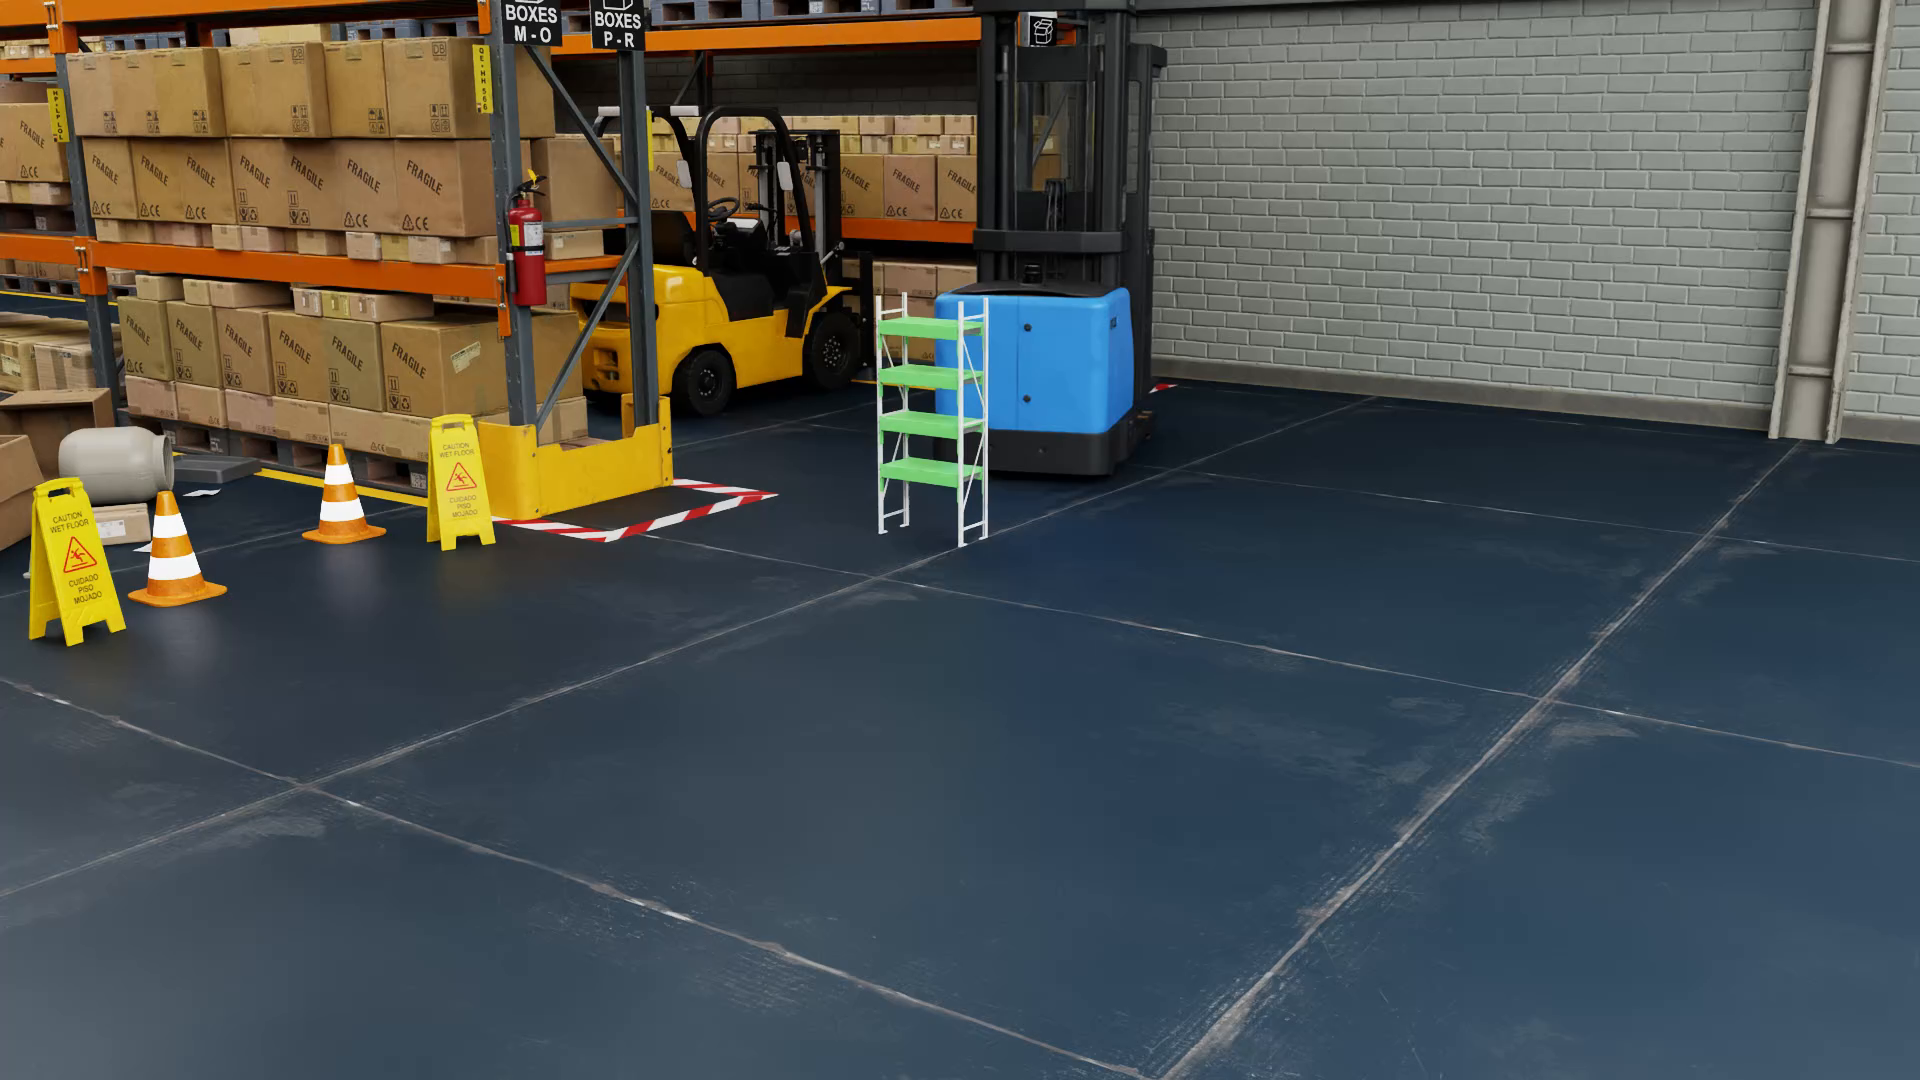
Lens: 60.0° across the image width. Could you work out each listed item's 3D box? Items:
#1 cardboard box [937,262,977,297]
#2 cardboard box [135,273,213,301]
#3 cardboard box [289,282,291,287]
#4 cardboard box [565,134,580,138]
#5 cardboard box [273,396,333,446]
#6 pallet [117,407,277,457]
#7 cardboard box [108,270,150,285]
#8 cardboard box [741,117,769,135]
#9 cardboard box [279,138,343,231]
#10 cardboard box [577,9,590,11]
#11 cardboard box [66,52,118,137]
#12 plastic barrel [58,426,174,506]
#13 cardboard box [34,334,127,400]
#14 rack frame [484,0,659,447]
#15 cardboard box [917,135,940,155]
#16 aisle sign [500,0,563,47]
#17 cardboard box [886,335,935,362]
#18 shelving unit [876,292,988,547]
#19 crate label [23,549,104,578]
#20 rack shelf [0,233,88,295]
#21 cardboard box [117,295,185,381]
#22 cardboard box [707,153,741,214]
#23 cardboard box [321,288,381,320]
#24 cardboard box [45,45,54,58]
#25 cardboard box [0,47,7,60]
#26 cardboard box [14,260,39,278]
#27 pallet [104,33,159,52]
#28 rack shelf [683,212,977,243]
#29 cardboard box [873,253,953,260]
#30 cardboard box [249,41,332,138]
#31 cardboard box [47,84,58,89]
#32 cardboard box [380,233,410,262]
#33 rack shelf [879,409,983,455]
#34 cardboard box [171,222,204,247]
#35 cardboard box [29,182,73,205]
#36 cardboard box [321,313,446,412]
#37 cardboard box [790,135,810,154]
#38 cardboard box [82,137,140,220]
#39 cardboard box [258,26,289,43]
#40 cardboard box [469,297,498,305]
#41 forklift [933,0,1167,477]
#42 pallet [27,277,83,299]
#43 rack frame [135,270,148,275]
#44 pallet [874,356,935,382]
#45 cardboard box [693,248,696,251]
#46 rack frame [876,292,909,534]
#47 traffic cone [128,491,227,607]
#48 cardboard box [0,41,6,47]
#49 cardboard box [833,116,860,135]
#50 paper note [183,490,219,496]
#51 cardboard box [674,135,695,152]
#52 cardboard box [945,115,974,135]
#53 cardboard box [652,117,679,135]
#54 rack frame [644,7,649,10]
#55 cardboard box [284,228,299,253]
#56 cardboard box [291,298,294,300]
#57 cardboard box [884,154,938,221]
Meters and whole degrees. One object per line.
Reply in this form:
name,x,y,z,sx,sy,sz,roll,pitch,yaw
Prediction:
cardboard box,0.168,-2.026,13.032,0.500,0.250,0.500,10,17,35
cardboard box,-4.952,-1.604,10.500,0.250,0.149,0.380,9,17,34
cardboard box,-7.230,-2.888,18.075,0.500,0.500,0.500,10,17,35
cardboard box,-3.400,-3.648,15.257,0.250,0.149,0.380,9,17,33
cardboard box,-3.726,-0.746,9.941,0.500,0.250,0.500,8,16,31
pallet,-4.785,-0.781,11.041,1.213,0.211,1.003,9,17,33
cardboard box,-9.859,-3.117,19.732,0.250,0.149,0.380,9,16,31
cardboard box,-1.625,-3.480,13.963,0.250,0.149,0.380,9,16,32
cardboard box,-3.473,-2.028,9.447,0.500,0.500,0.500,9,17,33
cardboard box,-3.464,-4.957,15.306,0.250,0.149,0.380,9,17,33
cardboard box,-5.117,-2.794,10.460,0.500,0.500,0.700,9,17,32
plastic barrel,-4.601,-0.406,9.083,0.512,0.421,0.421,-4,14,-16
cardboard box,-5.798,-1.216,11.588,0.625,0.372,0.950,9,17,34
rack frame,-2.043,-1.682,8.874,0.127,3.000,1.000,9,17,33
cardboard box,-0.129,-3.101,13.051,0.250,0.149,0.380,10,17,34
aisle sign,-2.153,-2.877,8.294,0.004,0.787,0.394,9,17,33
cardboard box,-0.249,-1.610,13.431,0.500,0.250,0.500,9,17,33
shelving unit,-0.137,-0.605,8.269,0.503,1.200,0.258,9,17,33
crate label,-4.144,0.081,7.710,0.298,0.136,0.250,1,14,4
rack shelf,-7.021,-2.137,12.211,4.000,0.370,1.077,9,17,33
cardboard box,-5.023,-1.318,10.694,0.500,0.500,0.500,10,17,35
cardboard box,-1.930,-3.079,14.309,0.500,0.500,0.500,10,17,34
cardboard box,-3.402,-1.355,9.493,0.250,0.149,0.380,10,17,34
cardboard box,-10.522,-5.751,19.594,0.250,0.149,0.380,10,17,35
cardboard box,-11.371,-5.886,20.140,0.250,0.149,0.380,9,16,32
cardboard box,-11.409,-3.585,20.890,0.500,0.500,0.700,10,17,35
pallet,-8.731,-5.544,18.627,1.003,0.211,1.213,9,17,33
rack shelf,-0.935,-2.591,14.044,4.000,0.370,1.077,9,17,33
cardboard box,-0.394,-2.264,13.994,0.500,0.250,0.500,9,17,32
cardboard box,-3.485,-2.502,9.281,0.500,0.500,0.700,9,16,32
cardboard box,-6.513,-3.188,11.910,0.250,0.149,0.380,10,17,36
cardboard box,-2.945,-1.618,9.138,0.250,0.149,0.380,9,16,32
rack shelf,-0.137,-0.543,8.284,0.480,0.148,0.258,9,17,33
cardboard box,-4.617,-1.897,10.266,0.250,0.149,0.380,10,17,35
cardboard box,-5.943,-2.314,11.077,0.250,0.149,0.380,9,17,34
cardboard box,-3.288,-1.040,9.568,0.500,0.500,0.500,10,17,35
cardboard box,-1.205,-3.265,13.713,0.250,0.149,0.380,9,16,32
cardboard box,-5.152,-2.296,10.530,0.500,0.500,0.500,9,17,33
cardboard box,-6.892,-5.216,17.220,0.500,0.250,0.500,9,17,33
cardboard box,-4.298,-2.533,16.382,0.625,0.625,0.875,8,16,31
forklift,0.706,-2.100,10.707,1.130,2.935,3.031,4,14,14
pallet,-10.818,-3.183,20.743,1.213,0.211,1.003,9,17,33
rack frame,-9.233,-4.281,19.375,0.127,3.000,1.000,9,17,33
pallet,0.067,-1.413,13.590,1.213,0.211,1.003,9,17,33
cardboard box,-2.368,-2.435,14.686,0.500,0.250,0.500,9,16,32
rack frame,-0.340,-0.637,8.401,0.015,1.200,0.240,9,17,33
traffic cone,-3.457,0.016,7.294,0.334,0.463,0.336,9,17,33
cardboard box,-11.485,-6.096,20.157,0.500,0.250,0.500,9,16,31
cardboard box,-0.805,-3.337,13.383,0.250,0.149,0.380,10,17,34
paper note,-4.261,-0.270,9.352,0.148,0.019,0.142,3,14,14
cardboard box,-2.261,-3.442,14.427,0.250,0.149,0.380,10,17,34
cardboard box,0.088,-3.213,12.881,0.250,0.149,0.380,9,17,33
cardboard box,-2.496,-3.614,14.504,0.250,0.149,0.380,10,17,34
rack frame,-2.594,-6.120,14.320,0.127,3.000,1.000,9,17,33
cardboard box,-3.730,-1.776,9.778,0.250,0.149,0.380,9,17,33
cardboard box,-3.874,-1.289,10.577,0.500,0.500,0.500,10,17,36
cardboard box,-0.256,-2.805,13.206,0.500,0.500,0.500,10,17,35
